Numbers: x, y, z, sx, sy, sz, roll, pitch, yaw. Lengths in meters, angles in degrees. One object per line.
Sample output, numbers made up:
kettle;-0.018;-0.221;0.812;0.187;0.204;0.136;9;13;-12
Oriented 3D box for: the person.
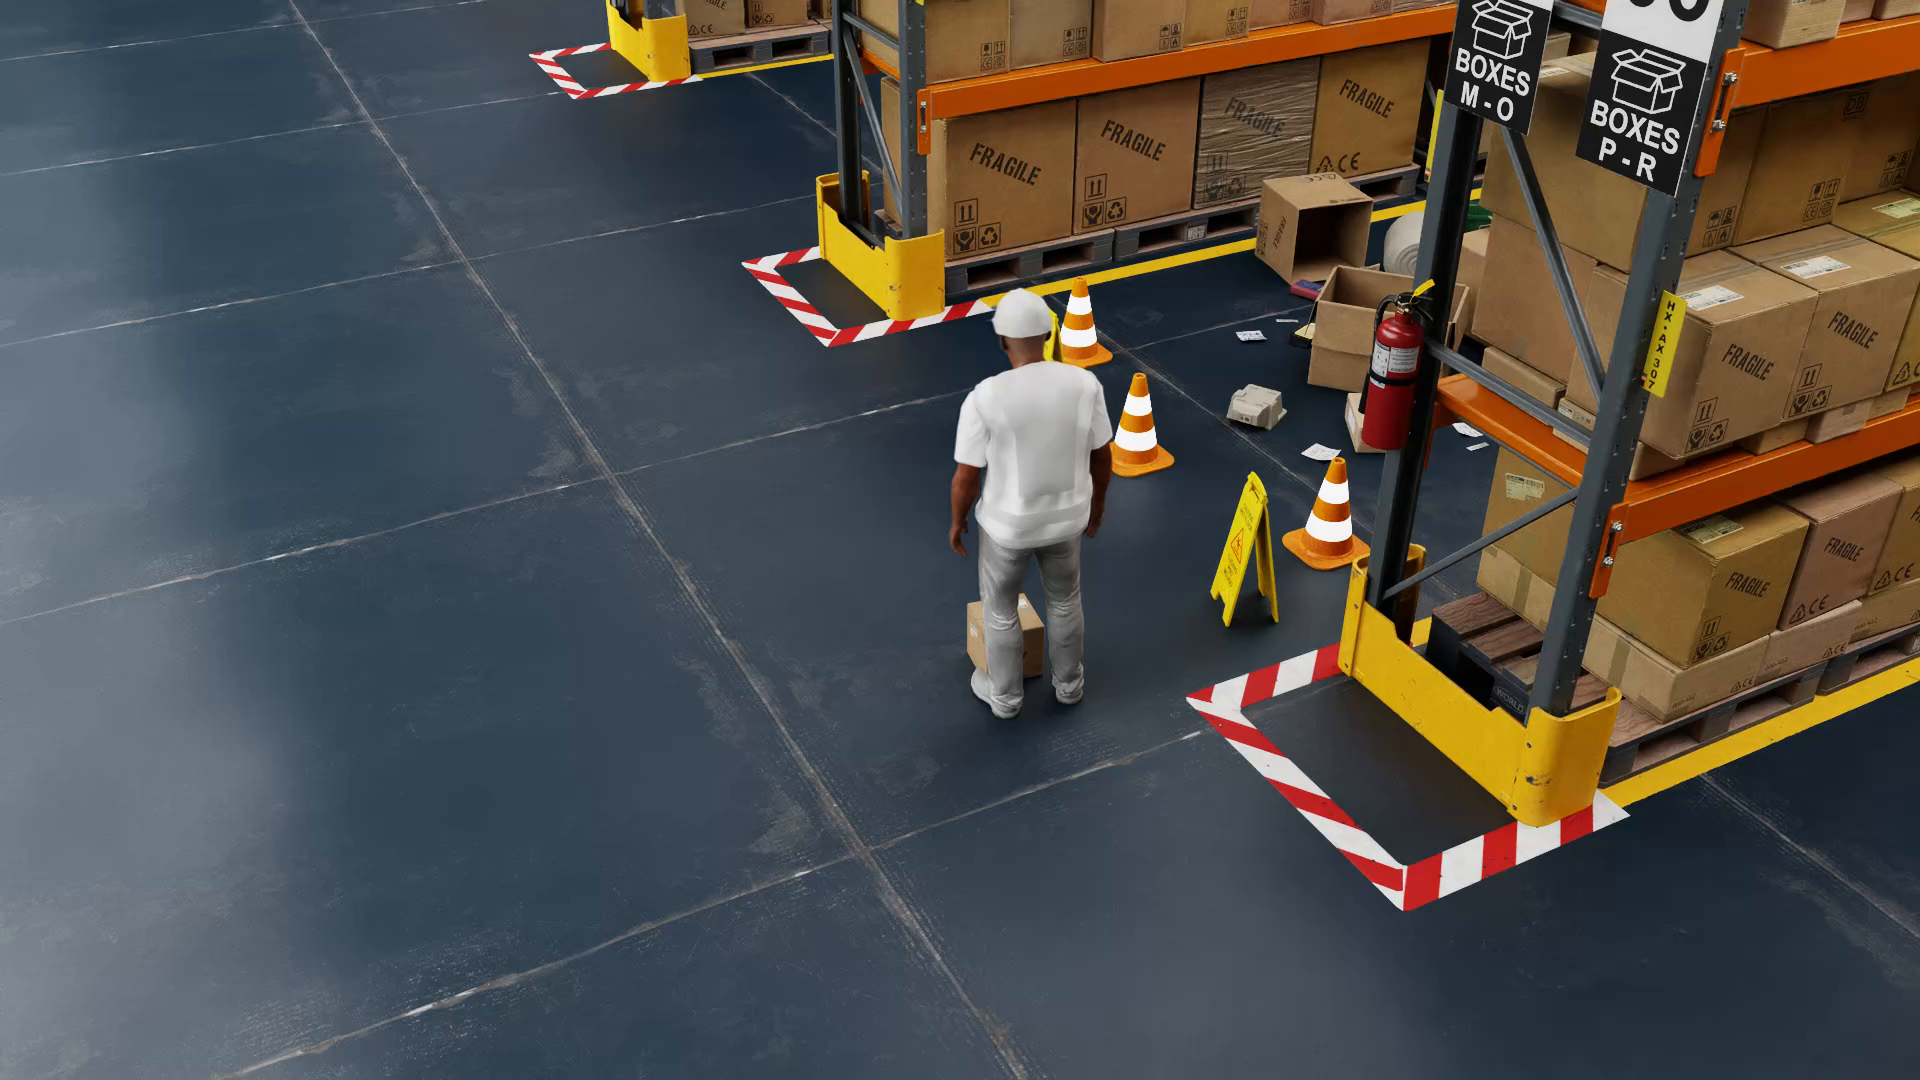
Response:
person;0.262;-0.108;6.289;0.626;1.761;0.458;-9;34;-13
